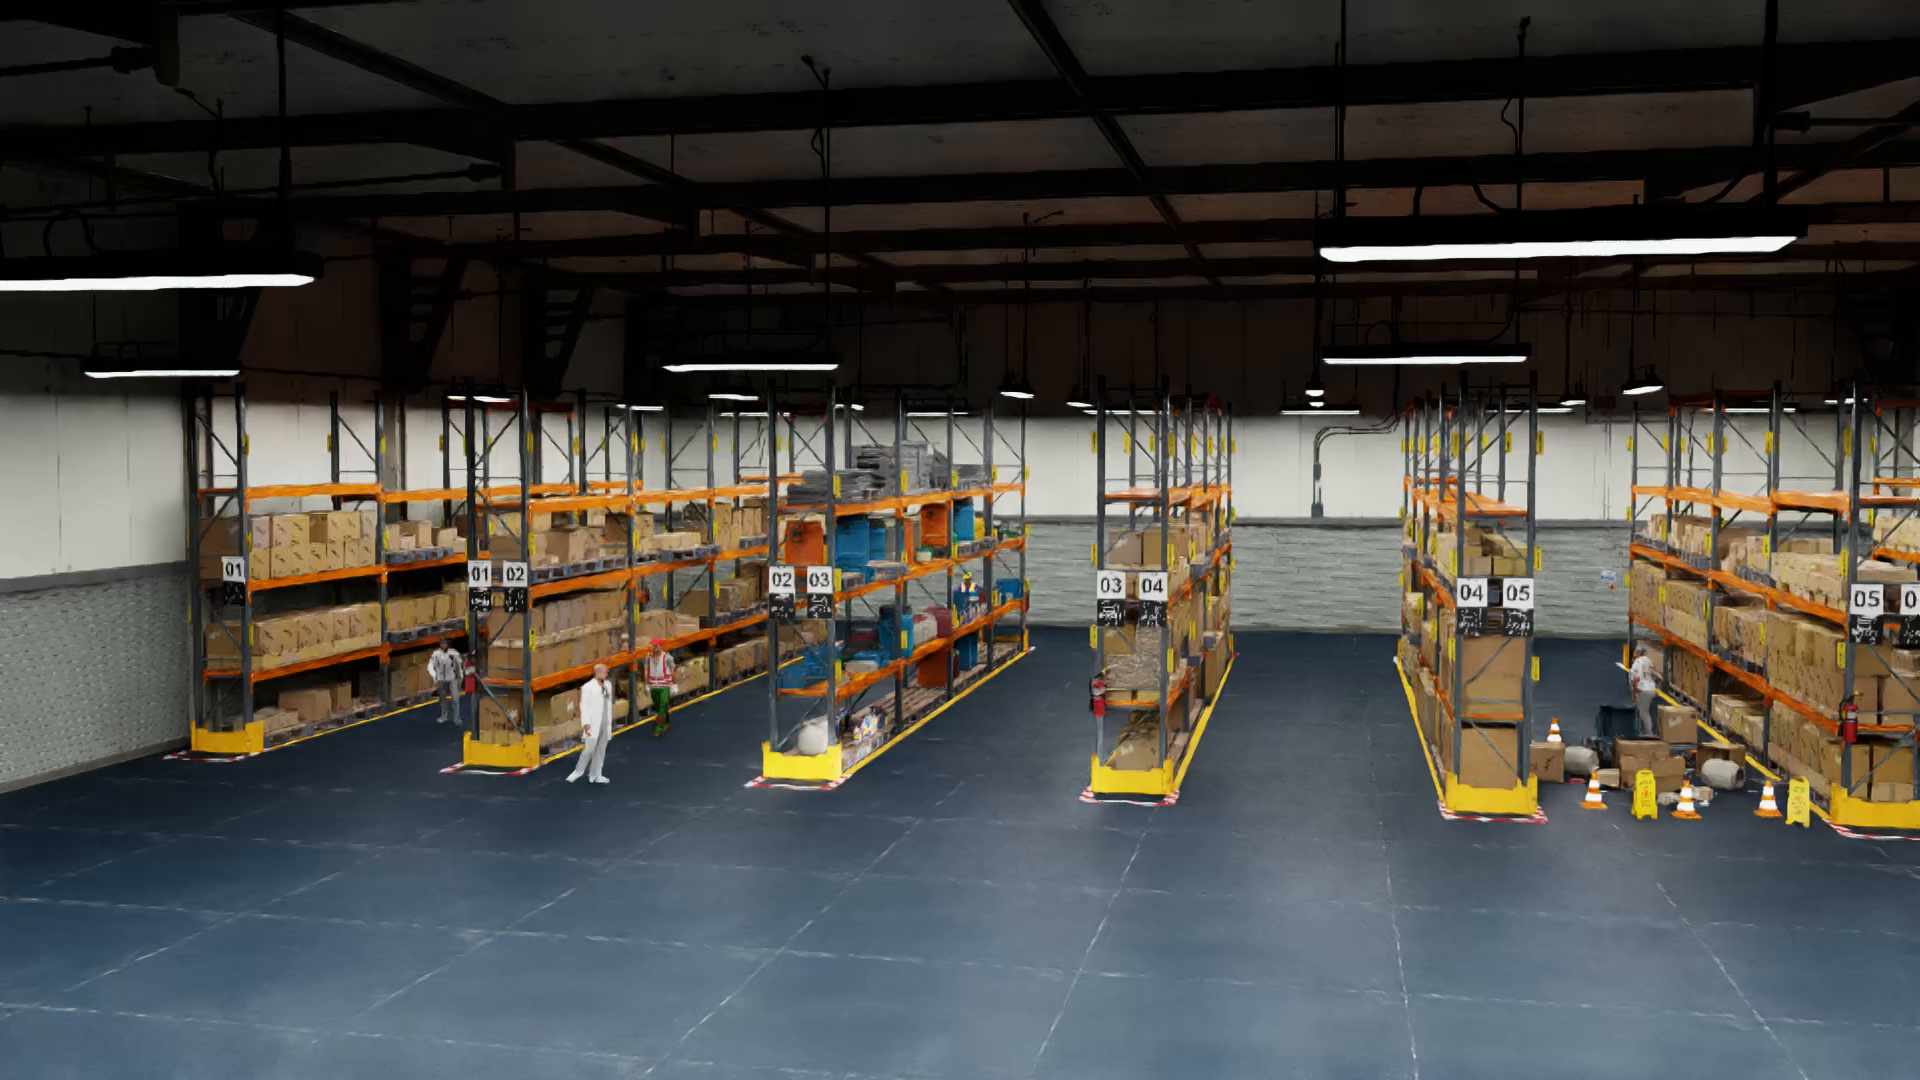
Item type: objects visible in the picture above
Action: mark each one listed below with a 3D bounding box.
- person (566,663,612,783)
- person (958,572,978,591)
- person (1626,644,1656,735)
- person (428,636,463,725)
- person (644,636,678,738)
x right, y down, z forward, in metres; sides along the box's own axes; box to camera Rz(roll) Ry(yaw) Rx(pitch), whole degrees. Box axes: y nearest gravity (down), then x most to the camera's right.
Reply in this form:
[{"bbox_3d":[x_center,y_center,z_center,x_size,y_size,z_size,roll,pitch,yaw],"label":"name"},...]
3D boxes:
[{"bbox_3d":[-5.407,2.703,24.492,0.511,1.770,0.759,3,4,39],"label":"person"},{"bbox_3d":[0.204,1.673,43.283,0.577,1.691,1.121,1,3,15],"label":"person"},{"bbox_3d":[11.408,2.565,27.916,0.554,1.659,0.597,3,4,40],"label":"person"},{"bbox_3d":[-9.161,2.489,29.742,0.639,1.610,0.790,0,3,-4],"label":"person"},{"bbox_3d":[-5.179,2.500,28.542,0.553,1.709,1.120,1,3,14],"label":"person"}]
